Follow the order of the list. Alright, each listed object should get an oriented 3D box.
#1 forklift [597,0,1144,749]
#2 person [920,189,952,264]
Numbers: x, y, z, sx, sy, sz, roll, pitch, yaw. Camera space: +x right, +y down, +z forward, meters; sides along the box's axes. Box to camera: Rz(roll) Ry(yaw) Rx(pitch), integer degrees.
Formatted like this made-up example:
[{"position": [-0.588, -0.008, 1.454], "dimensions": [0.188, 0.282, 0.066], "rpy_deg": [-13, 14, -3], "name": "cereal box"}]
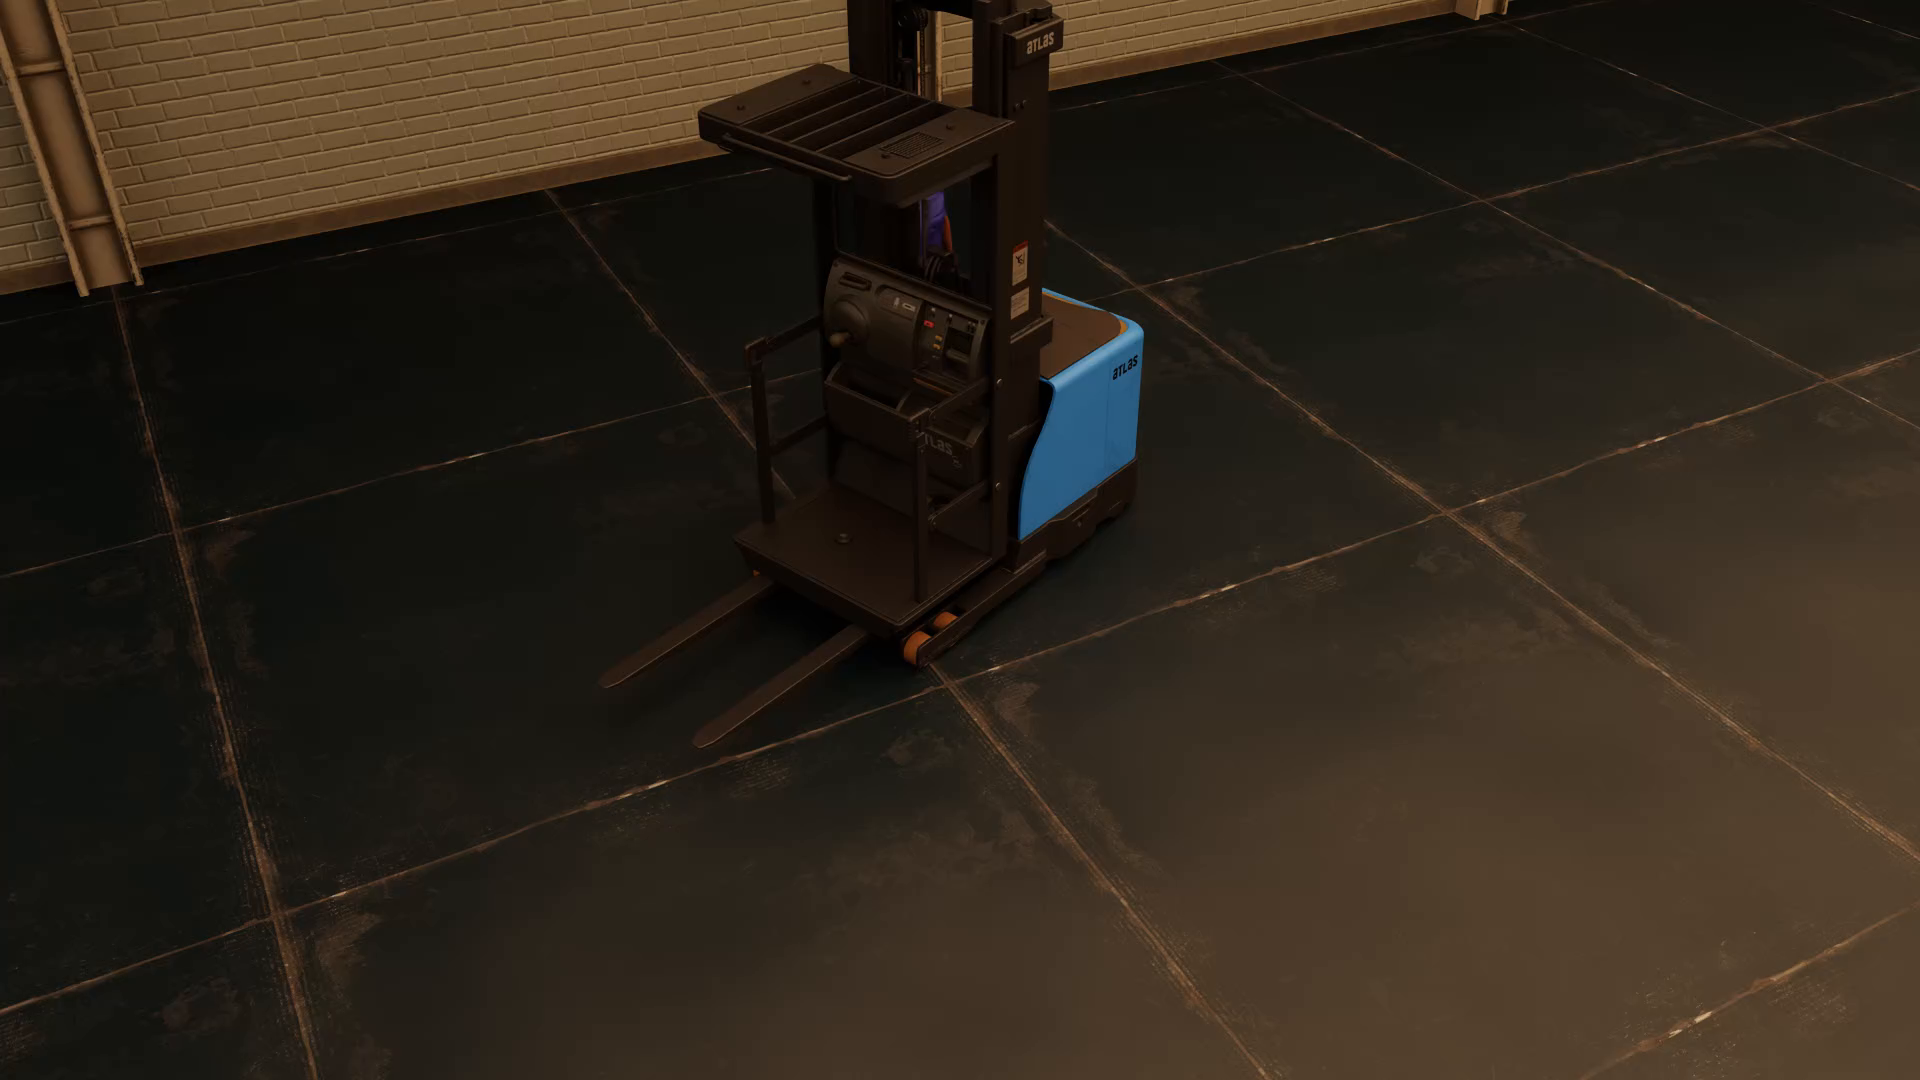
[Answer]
[{"position": [-0.390, -0.927, 7.434], "dimensions": [1.130, 2.935, 3.031], "rpy_deg": [26, 43, 31], "name": "forklift"}, {"position": [-0.206, -1.480, 9.339], "dimensions": [0.700, 1.655, 0.359], "rpy_deg": [-26, 43, -32], "name": "person"}]
